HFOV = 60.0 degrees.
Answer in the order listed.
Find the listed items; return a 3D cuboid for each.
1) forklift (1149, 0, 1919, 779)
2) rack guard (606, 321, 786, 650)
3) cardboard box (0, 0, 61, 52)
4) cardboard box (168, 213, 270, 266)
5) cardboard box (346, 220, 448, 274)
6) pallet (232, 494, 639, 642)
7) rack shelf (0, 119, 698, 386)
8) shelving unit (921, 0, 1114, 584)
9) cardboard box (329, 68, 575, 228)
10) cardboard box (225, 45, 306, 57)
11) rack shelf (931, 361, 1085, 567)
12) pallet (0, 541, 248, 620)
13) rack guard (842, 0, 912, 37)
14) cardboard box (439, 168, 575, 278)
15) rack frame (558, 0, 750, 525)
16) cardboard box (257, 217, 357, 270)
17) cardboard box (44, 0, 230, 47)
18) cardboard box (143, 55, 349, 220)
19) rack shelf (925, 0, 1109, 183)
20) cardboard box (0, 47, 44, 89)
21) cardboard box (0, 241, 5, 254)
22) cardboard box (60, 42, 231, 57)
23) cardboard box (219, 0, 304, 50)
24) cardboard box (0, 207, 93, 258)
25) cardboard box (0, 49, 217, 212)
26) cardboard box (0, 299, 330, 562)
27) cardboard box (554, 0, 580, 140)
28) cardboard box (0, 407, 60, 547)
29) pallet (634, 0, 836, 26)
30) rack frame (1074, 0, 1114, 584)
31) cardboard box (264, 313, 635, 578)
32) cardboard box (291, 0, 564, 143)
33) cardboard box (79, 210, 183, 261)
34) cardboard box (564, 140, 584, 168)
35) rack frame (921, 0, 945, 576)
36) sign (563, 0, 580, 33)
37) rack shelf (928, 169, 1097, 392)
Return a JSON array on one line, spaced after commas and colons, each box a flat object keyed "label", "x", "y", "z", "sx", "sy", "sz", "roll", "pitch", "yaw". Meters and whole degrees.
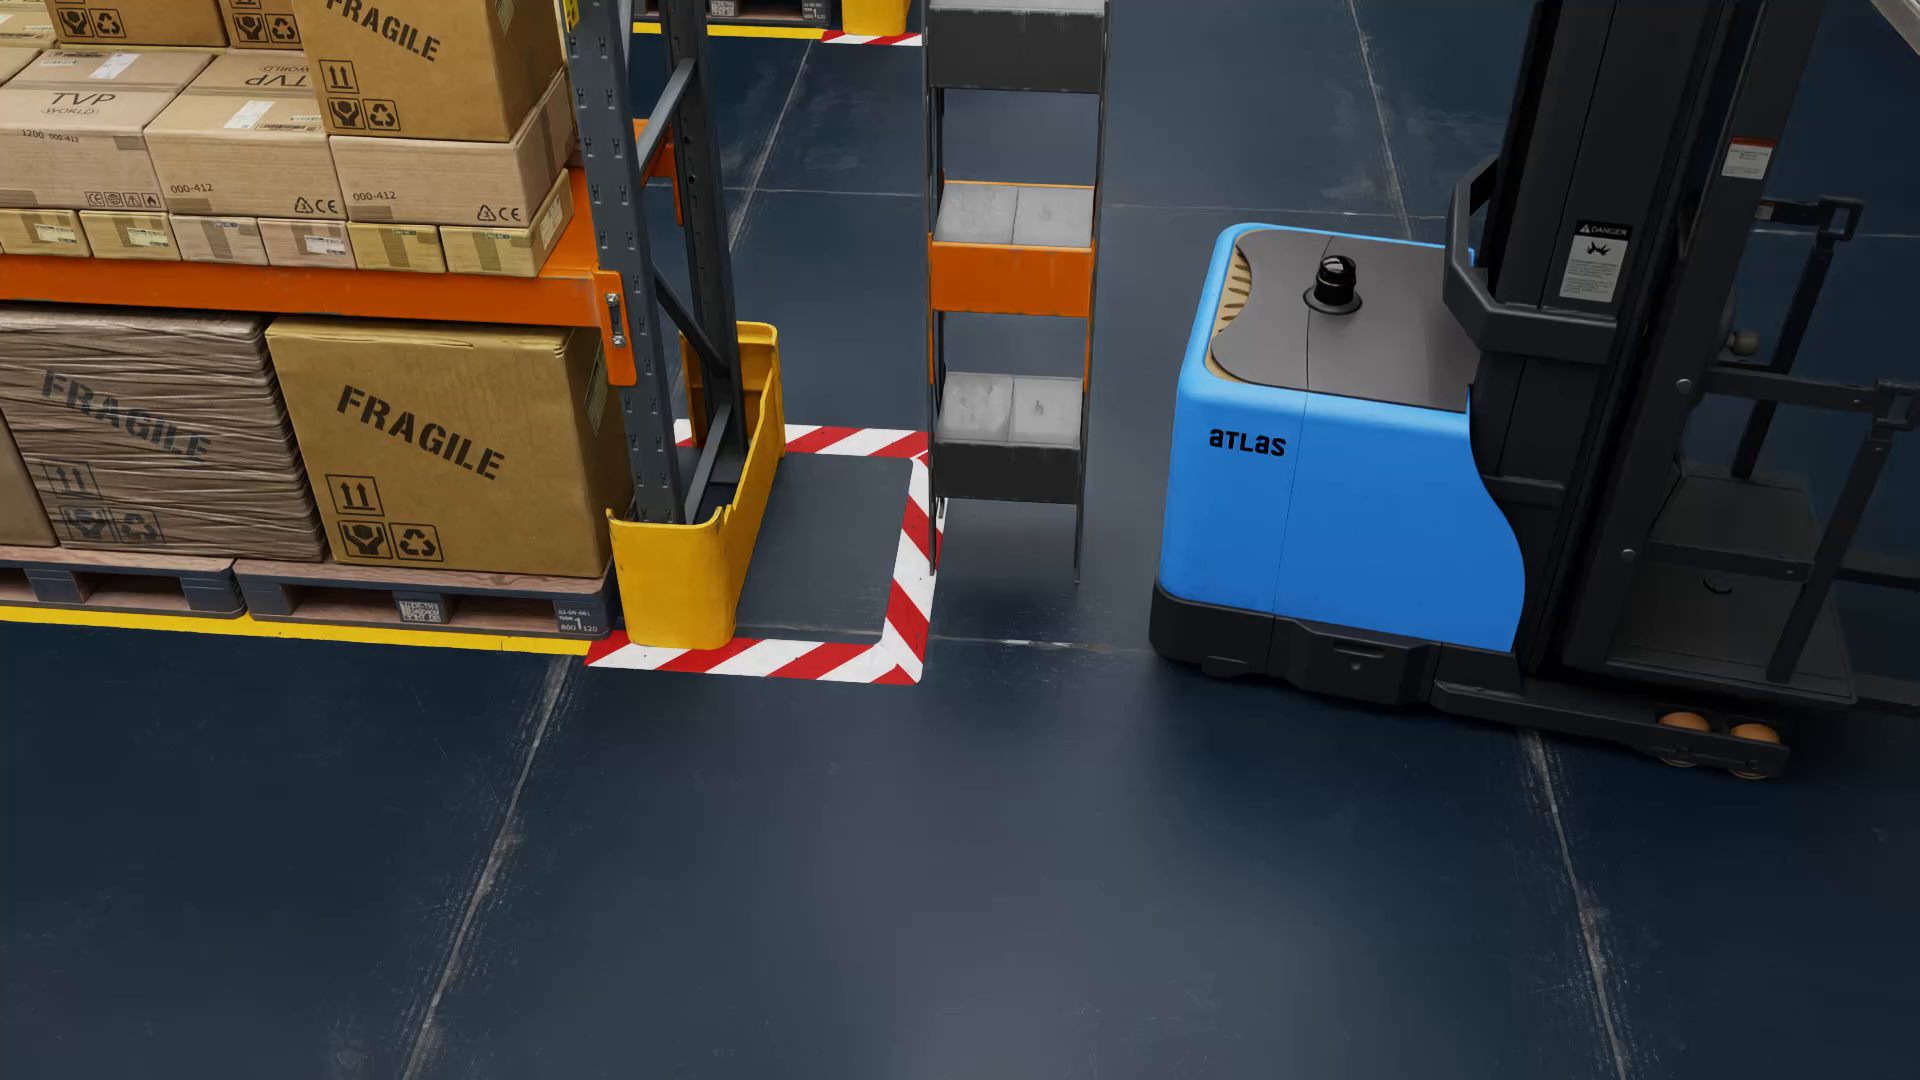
[{"label": "forklift", "x": 2.171, "y": -0.807, "z": 4.420, "sx": 3.031, "sy": 2.935, "sz": 1.130, "roll": 9, "pitch": 40, "yaw": 11}, {"label": "rack guard", "x": -0.861, "y": -0.216, "z": 5.619, "sx": 0.348, "sy": 0.500, "sz": 1.175, "roll": 3, "pitch": 39, "yaw": 4}, {"label": "cardboard box", "x": -2.879, "y": -1.518, "z": 5.123, "sx": 0.500, "sy": 0.250, "sz": 0.500, "roll": 2, "pitch": 39, "yaw": 3}, {"label": "cardboard box", "x": -2.027, "y": -0.943, "z": 4.731, "sx": 0.250, "sy": 0.149, "sz": 0.380, "roll": 4, "pitch": 39, "yaw": 5}, {"label": "cardboard box", "x": -1.527, "y": -0.914, "z": 4.696, "sx": 0.250, "sy": 0.149, "sz": 0.380, "roll": 4, "pitch": 39, "yaw": 4}, {"label": "pallet", "x": -1.688, "y": -0.099, "z": 5.705, "sx": 1.213, "sy": 0.211, "sz": 1.003, "roll": 3, "pitch": 39, "yaw": 4}, {"label": "rack shelf", "x": -2.877, "y": -1.016, "z": 5.192, "sx": 4.000, "sy": 0.370, "sz": 1.077, "roll": 3, "pitch": 39, "yaw": 4}, {"label": "shelving unit", "x": 0.165, "y": -0.805, "z": 5.076, "sx": 0.503, "sy": 2.100, "sz": 0.431, "roll": 3, "pitch": 39, "yaw": 4}, {"label": "cardboard box", "x": -1.390, "y": -1.103, "z": 4.612, "sx": 0.500, "sy": 0.250, "sz": 0.500, "roll": 3, "pitch": 39, "yaw": 3}, {"label": "cardboard box", "x": -1.858, "y": -1.464, "z": 5.055, "sx": 0.500, "sy": 0.250, "sz": 0.500, "roll": 3, "pitch": 39, "yaw": 3}, {"label": "rack shelf", "x": 0.165, "y": -0.252, "z": 5.527, "sx": 0.480, "sy": 0.518, "sz": 0.431, "roll": 3, "pitch": 39, "yaw": 4}, {"label": "pallet", "x": -2.900, "y": -0.167, "z": 5.788, "sx": 1.213, "sy": 0.211, "sz": 1.003, "roll": 3, "pitch": 39, "yaw": 4}, {"label": "rack guard", "x": -0.432, "y": -3.339, "z": 9.456, "sx": 0.348, "sy": 0.500, "sz": 1.175, "roll": 3, "pitch": 39, "yaw": 4}, {"label": "cardboard box", "x": -1.268, "y": -0.901, "z": 4.680, "sx": 0.250, "sy": 0.149, "sz": 0.380, "roll": 4, "pitch": 39, "yaw": 5}, {"label": "rack frame", "x": -0.885, "y": -1.186, "z": 4.831, "sx": 0.127, "sy": 3.000, "sz": 1.000, "roll": 3, "pitch": 39, "yaw": 4}, {"label": "cardboard box", "x": -1.778, "y": -0.929, "z": 4.714, "sx": 0.250, "sy": 0.149, "sz": 0.380, "roll": 3, "pitch": 39, "yaw": 4}, {"label": "cardboard box", "x": -2.354, "y": -1.782, "z": 4.852, "sx": 0.500, "sy": 0.500, "sz": 0.500, "roll": 2, "pitch": 39, "yaw": 3}, {"label": "cardboard box", "x": -1.896, "y": -1.131, "z": 4.647, "sx": 0.500, "sy": 0.250, "sz": 0.500, "roll": 2, "pitch": 39, "yaw": 3}, {"label": "rack shelf", "x": 0.165, "y": -1.338, "z": 4.643, "sx": 0.480, "sy": 0.518, "sz": 0.431, "roll": 3, "pitch": 39, "yaw": 4}, {"label": "cardboard box", "x": -2.922, "y": -1.184, "z": 4.712, "sx": 0.500, "sy": 0.250, "sz": 0.500, "roll": 3, "pitch": 39, "yaw": 4}, {"label": "cardboard box", "x": -2.791, "y": -0.985, "z": 4.783, "sx": 0.250, "sy": 0.149, "sz": 0.380, "roll": 4, "pitch": 39, "yaw": 5}, {"label": "cardboard box", "x": -2.358, "y": -1.493, "z": 5.092, "sx": 0.500, "sy": 0.250, "sz": 0.500, "roll": 2, "pitch": 39, "yaw": 2}, {"label": "cardboard box", "x": -1.838, "y": -1.758, "z": 4.822, "sx": 0.500, "sy": 0.500, "sz": 0.500, "roll": 2, "pitch": 39, "yaw": 3}, {"label": "cardboard box", "x": -2.544, "y": -0.970, "z": 4.764, "sx": 0.250, "sy": 0.149, "sz": 0.380, "roll": 3, "pitch": 39, "yaw": 4}, {"label": "cardboard box", "x": -2.403, "y": -1.159, "z": 4.680, "sx": 0.500, "sy": 0.250, "sz": 0.500, "roll": 2, "pitch": 39, "yaw": 2}, {"label": "cardboard box", "x": -2.436, "y": -0.559, "z": 5.411, "sx": 0.875, "sy": 0.875, "sz": 0.875, "roll": 3, "pitch": 39, "yaw": 4}, {"label": "cardboard box", "x": -1.340, "y": -1.440, "z": 5.026, "sx": 0.500, "sy": 0.250, "sz": 0.500, "roll": 2, "pitch": 39, "yaw": 3}, {"label": "cardboard box", "x": -3.323, "y": -0.608, "z": 5.471, "sx": 0.875, "sy": 0.875, "sz": 0.875, "roll": 3, "pitch": 39, "yaw": 4}, {"label": "pallet", "x": -1.276, "y": -3.289, "z": 9.624, "sx": 1.213, "sy": 0.211, "sz": 1.003, "roll": 3, "pitch": 39, "yaw": 4}, {"label": "rack frame", "x": 0.408, "y": -0.792, "z": 5.060, "sx": 0.015, "sy": 2.100, "sz": 0.400, "roll": 3, "pitch": 39, "yaw": 4}, {"label": "cardboard box", "x": -1.529, "y": -0.510, "z": 5.351, "sx": 0.875, "sy": 0.875, "sz": 0.875, "roll": 3, "pitch": 39, "yaw": 4}, {"label": "cardboard box", "x": -1.393, "y": -1.396, "z": 4.378, "sx": 0.500, "sy": 0.500, "sz": 0.500, "roll": 4, "pitch": 39, "yaw": 4}, {"label": "cardboard box", "x": -2.286, "y": -0.956, "z": 4.747, "sx": 0.250, "sy": 0.149, "sz": 0.380, "roll": 2, "pitch": 39, "yaw": 3}, {"label": "cardboard box", "x": -1.210, "y": -1.316, "z": 5.189, "sx": 0.250, "sy": 0.149, "sz": 0.380, "roll": 4, "pitch": 39, "yaw": 4}, {"label": "rack frame", "x": -0.078, "y": -0.819, "z": 5.092, "sx": 0.015, "sy": 2.100, "sz": 0.400, "roll": 3, "pitch": 39, "yaw": 4}, {"label": "sign", "x": -0.945, "y": -1.387, "z": 3.973, "sx": 0.005, "sy": 0.325, "sz": 0.100, "roll": 3, "pitch": 39, "yaw": 4}, {"label": "rack shelf", "x": 0.165, "y": -0.795, "z": 5.085, "sx": 0.480, "sy": 0.518, "sz": 0.431, "roll": 3, "pitch": 39, "yaw": 4}]
